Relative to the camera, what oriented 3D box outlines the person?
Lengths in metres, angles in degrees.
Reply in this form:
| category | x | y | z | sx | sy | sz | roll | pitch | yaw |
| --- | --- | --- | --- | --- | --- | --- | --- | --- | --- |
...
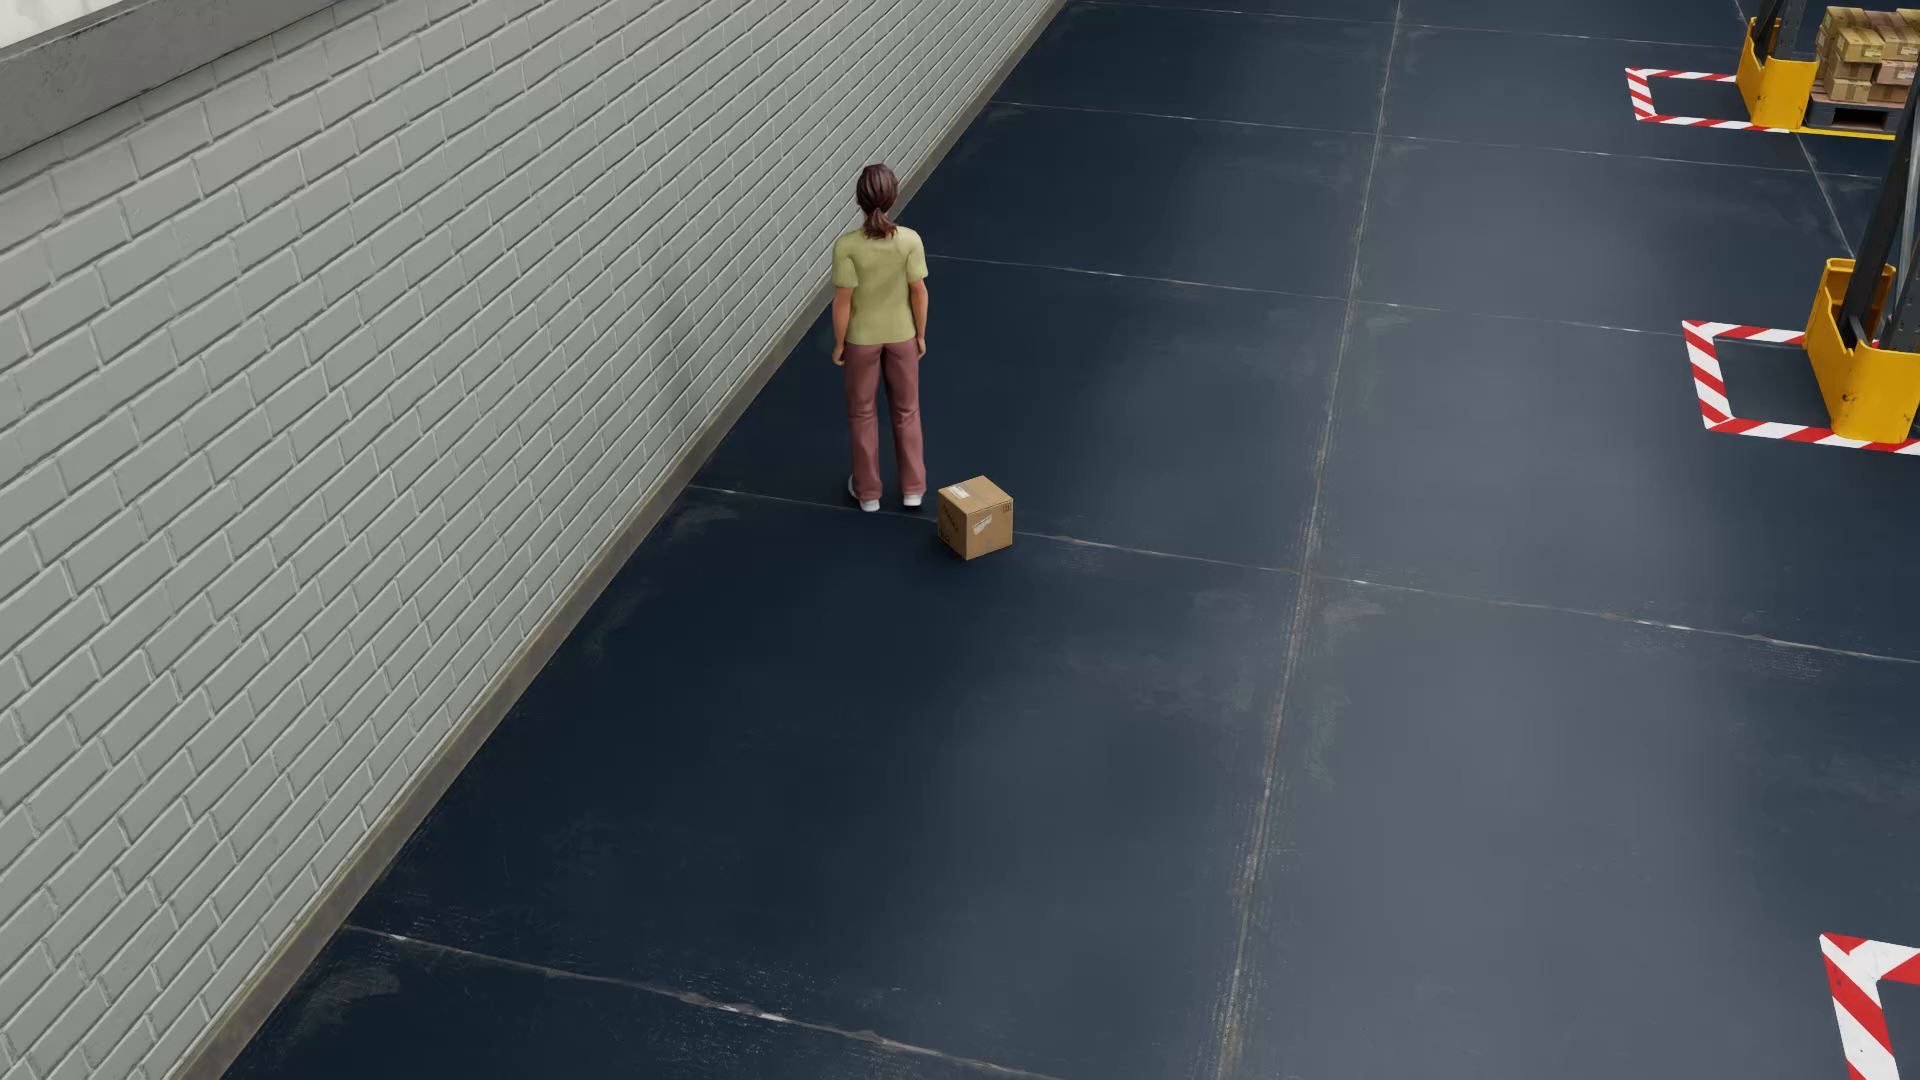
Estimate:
| category | x | y | z | sx | sy | sz | roll | pitch | yaw |
| --- | --- | --- | --- | --- | --- | --- | --- | --- | --- |
| person | -0.368 | -0.884 | 7.531 | 0.436 | 1.703 | 0.387 | -8 | 34 | -12 |
